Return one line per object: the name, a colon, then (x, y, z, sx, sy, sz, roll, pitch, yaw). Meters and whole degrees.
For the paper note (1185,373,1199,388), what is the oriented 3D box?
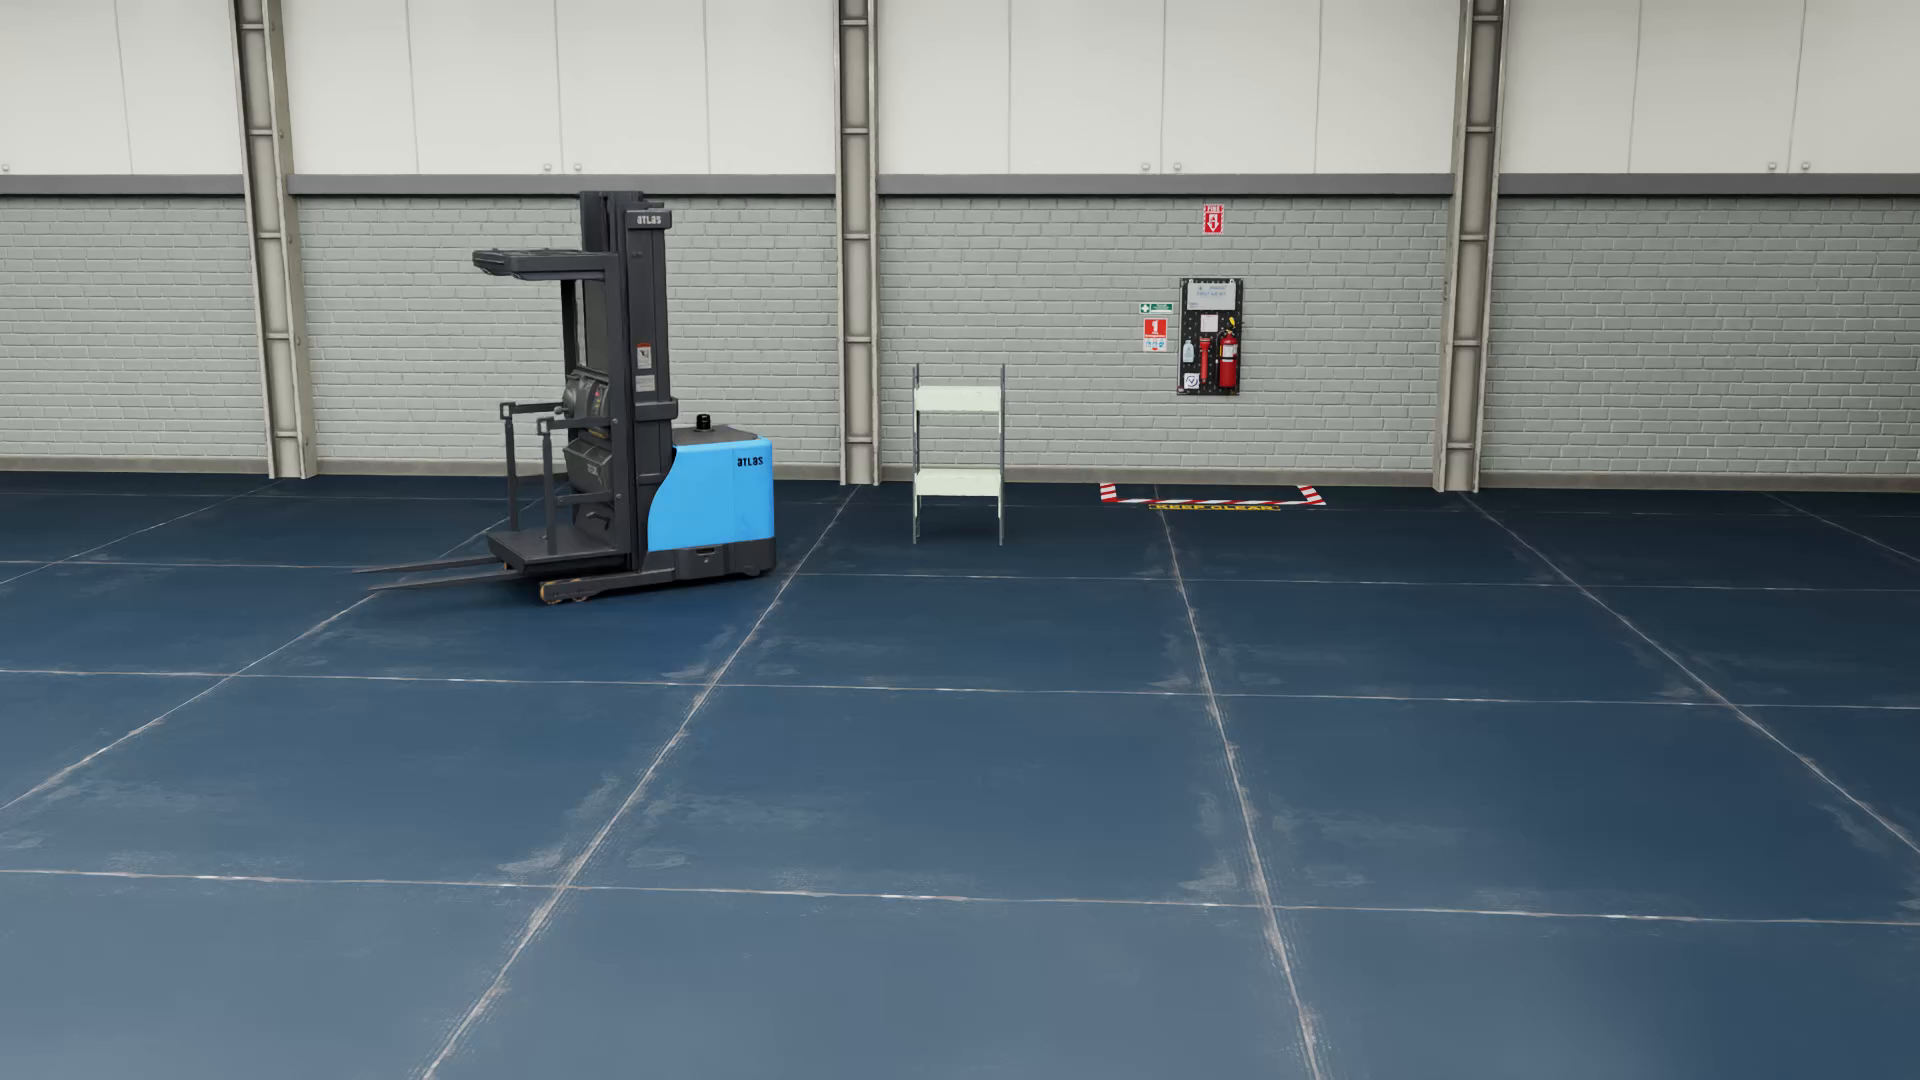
paper note: (2.336, -1.604, 16.759, 0.142, 0.148, 0.016, 1, 12, 4)

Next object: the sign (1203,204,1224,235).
sign: (2.506, -3.173, 16.451, 0.199, 0.298, 0.001, 1, 12, 4)

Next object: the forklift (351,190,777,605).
forklift: (-2.959, -1.089, 12.317, 3.031, 2.935, 1.130, -7, 14, -29)

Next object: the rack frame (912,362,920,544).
rack frame: (-0.372, -0.739, 14.139, 0.023, 1.500, 0.400, 1, 12, 4)

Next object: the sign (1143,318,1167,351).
sign: (1.963, -2.064, 16.724, 0.234, 0.329, 0.001, 1, 12, 4)

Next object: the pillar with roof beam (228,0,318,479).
pillar with roof beam: (-7.290, -4.198, 12.358, 0.400, 9.000, 9.100, 1, 12, 4)

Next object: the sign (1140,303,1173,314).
sign: (1.967, -2.322, 16.660, 0.331, 0.109, 0.001, 1, 12, 4)

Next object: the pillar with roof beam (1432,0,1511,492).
pillar with roof beam: (4.683, -4.034, 11.573, 0.400, 9.000, 9.100, 1, 12, 4)

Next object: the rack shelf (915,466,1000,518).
rack shelf: (-0.007, -0.415, 14.182, 0.720, 0.370, 0.431, 1, 12, 4)

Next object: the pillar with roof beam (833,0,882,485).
pillar with roof beam: (-1.303, -4.116, 11.965, 0.400, 9.000, 9.100, 1, 12, 4)

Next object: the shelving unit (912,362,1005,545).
shelving unit: (-0.007, -0.734, 14.115, 0.755, 1.500, 0.431, 1, 12, 4)

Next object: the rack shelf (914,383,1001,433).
rack shelf: (-0.007, -1.116, 14.035, 0.720, 0.370, 0.431, 1, 12, 4)

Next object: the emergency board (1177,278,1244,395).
emergency board: (2.508, -2.018, 16.590, 0.643, 1.169, 0.194, 1, 12, 4)

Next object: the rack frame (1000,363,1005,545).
rack frame: (0.359, -0.729, 14.091, 0.023, 1.500, 0.400, 1, 12, 4)
